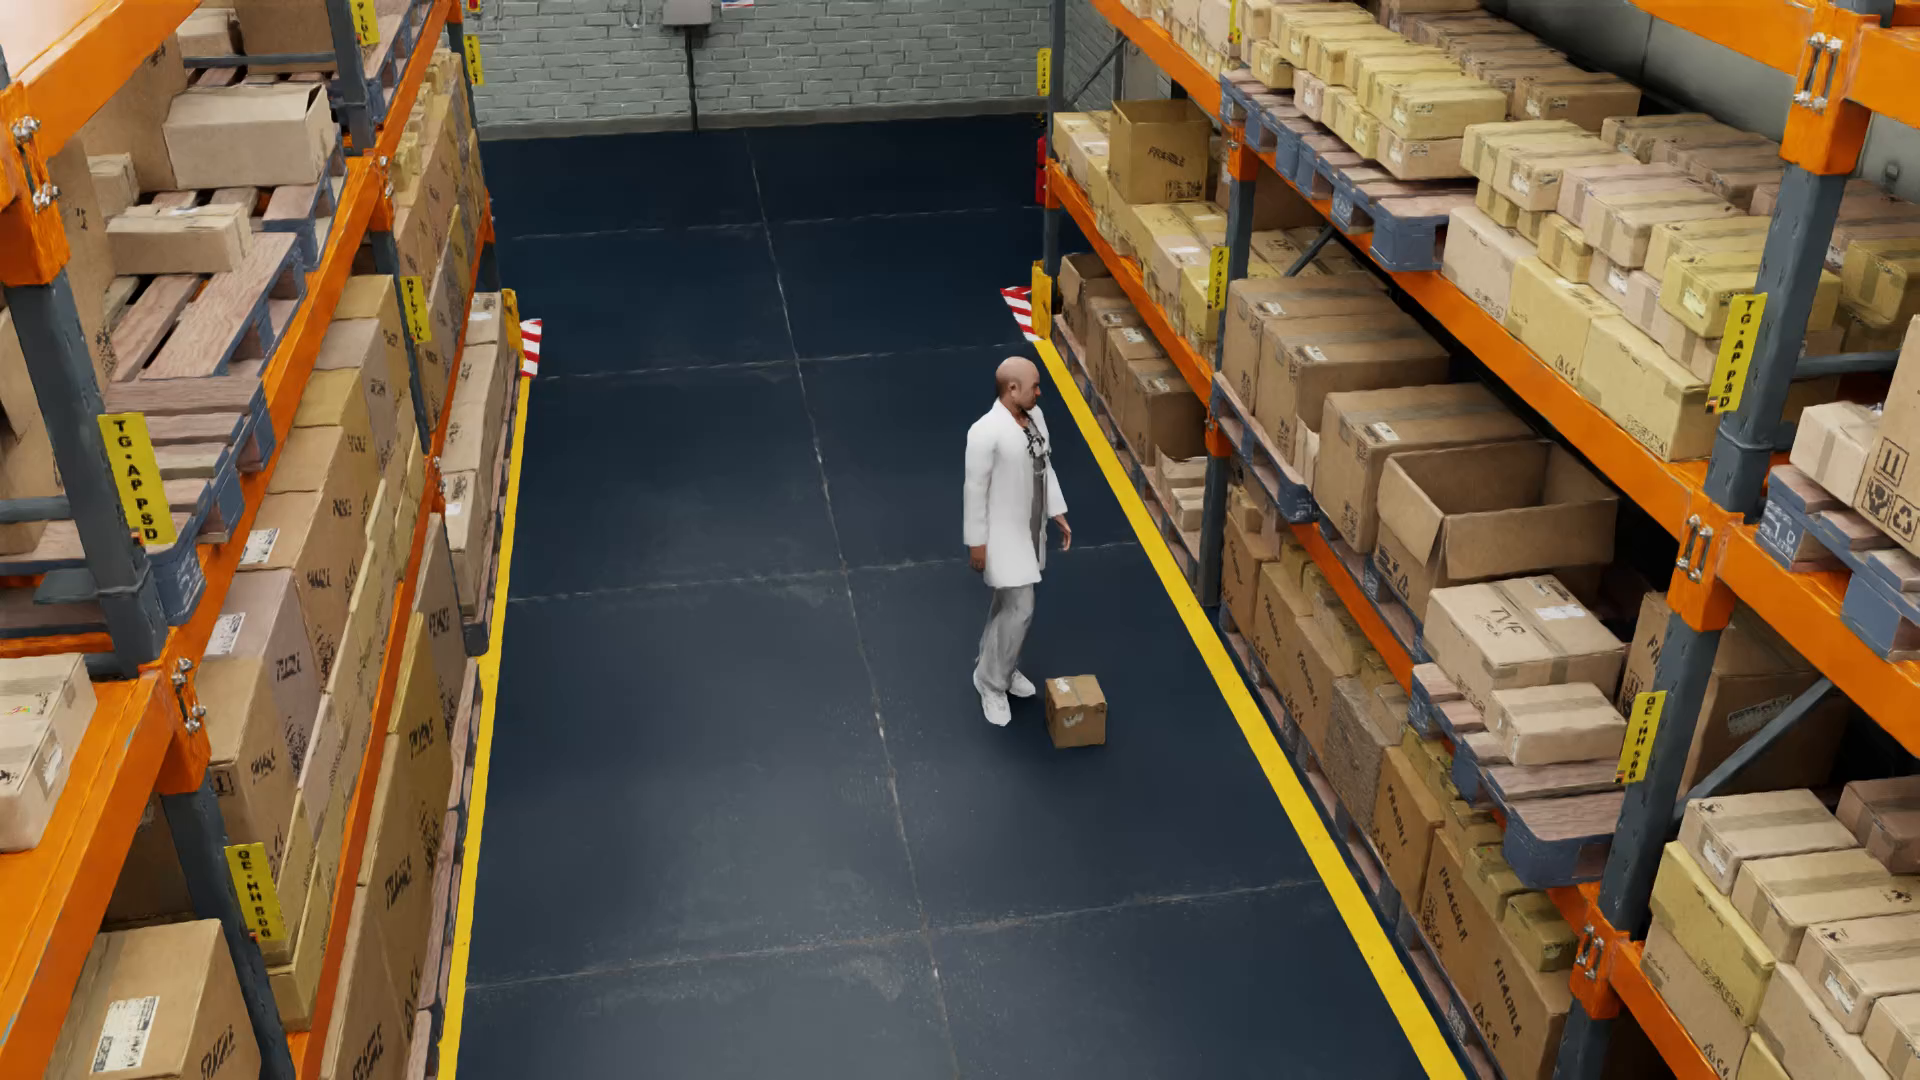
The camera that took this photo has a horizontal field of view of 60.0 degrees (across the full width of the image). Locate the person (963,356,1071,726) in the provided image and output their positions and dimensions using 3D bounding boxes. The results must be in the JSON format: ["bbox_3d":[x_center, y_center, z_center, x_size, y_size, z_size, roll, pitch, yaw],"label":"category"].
[{"bbox_3d":[0.288,0.042,8.187,0.446,1.772,0.670,17,34,27],"label":"person"}]
